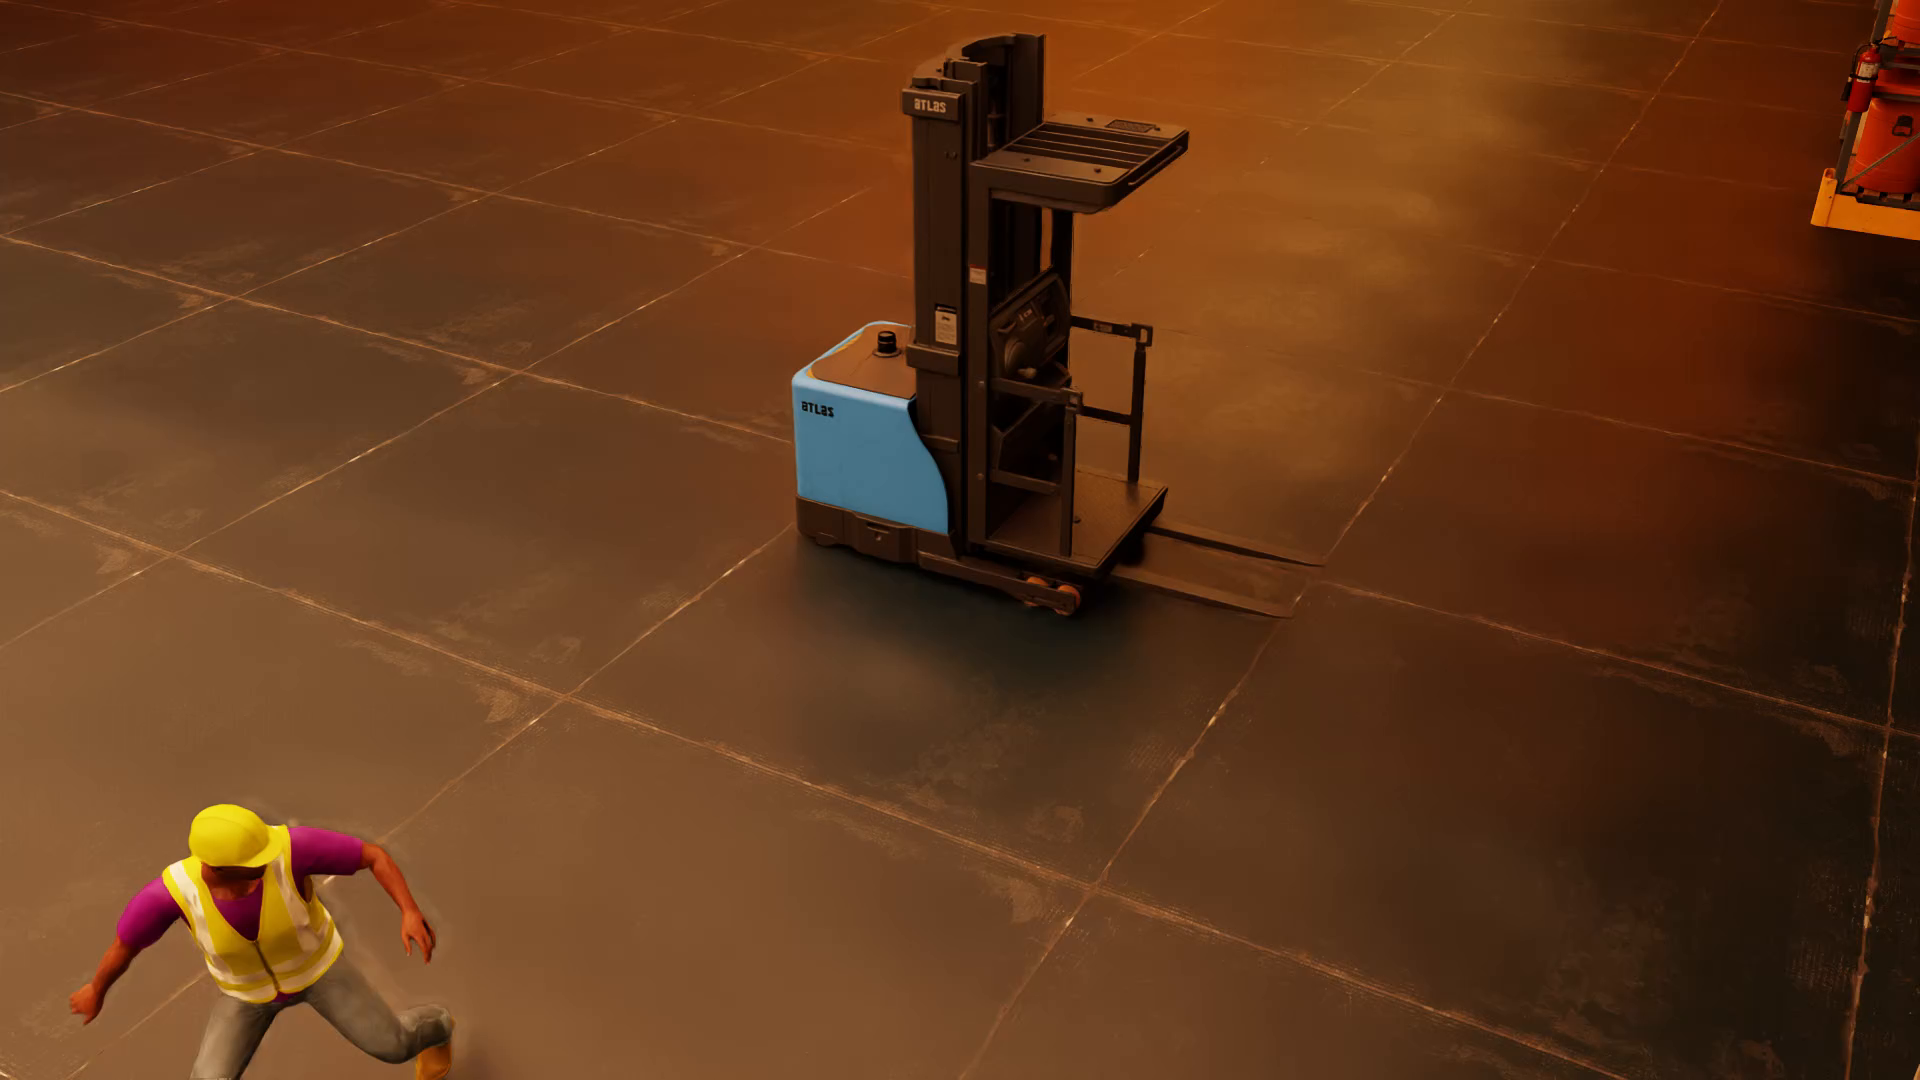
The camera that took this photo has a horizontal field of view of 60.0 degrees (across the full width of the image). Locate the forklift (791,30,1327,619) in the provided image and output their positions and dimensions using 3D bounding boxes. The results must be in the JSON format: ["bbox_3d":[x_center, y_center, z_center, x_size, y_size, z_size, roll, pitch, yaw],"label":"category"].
[{"bbox_3d":[0.567,-1.152,9.067,3.031,2.935,1.130,14,33,23],"label":"forklift"}]

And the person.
[{"bbox_3d":[-2.446,1.548,5.779,1.227,1.657,0.534,-10,32,-17],"label":"person"}]
